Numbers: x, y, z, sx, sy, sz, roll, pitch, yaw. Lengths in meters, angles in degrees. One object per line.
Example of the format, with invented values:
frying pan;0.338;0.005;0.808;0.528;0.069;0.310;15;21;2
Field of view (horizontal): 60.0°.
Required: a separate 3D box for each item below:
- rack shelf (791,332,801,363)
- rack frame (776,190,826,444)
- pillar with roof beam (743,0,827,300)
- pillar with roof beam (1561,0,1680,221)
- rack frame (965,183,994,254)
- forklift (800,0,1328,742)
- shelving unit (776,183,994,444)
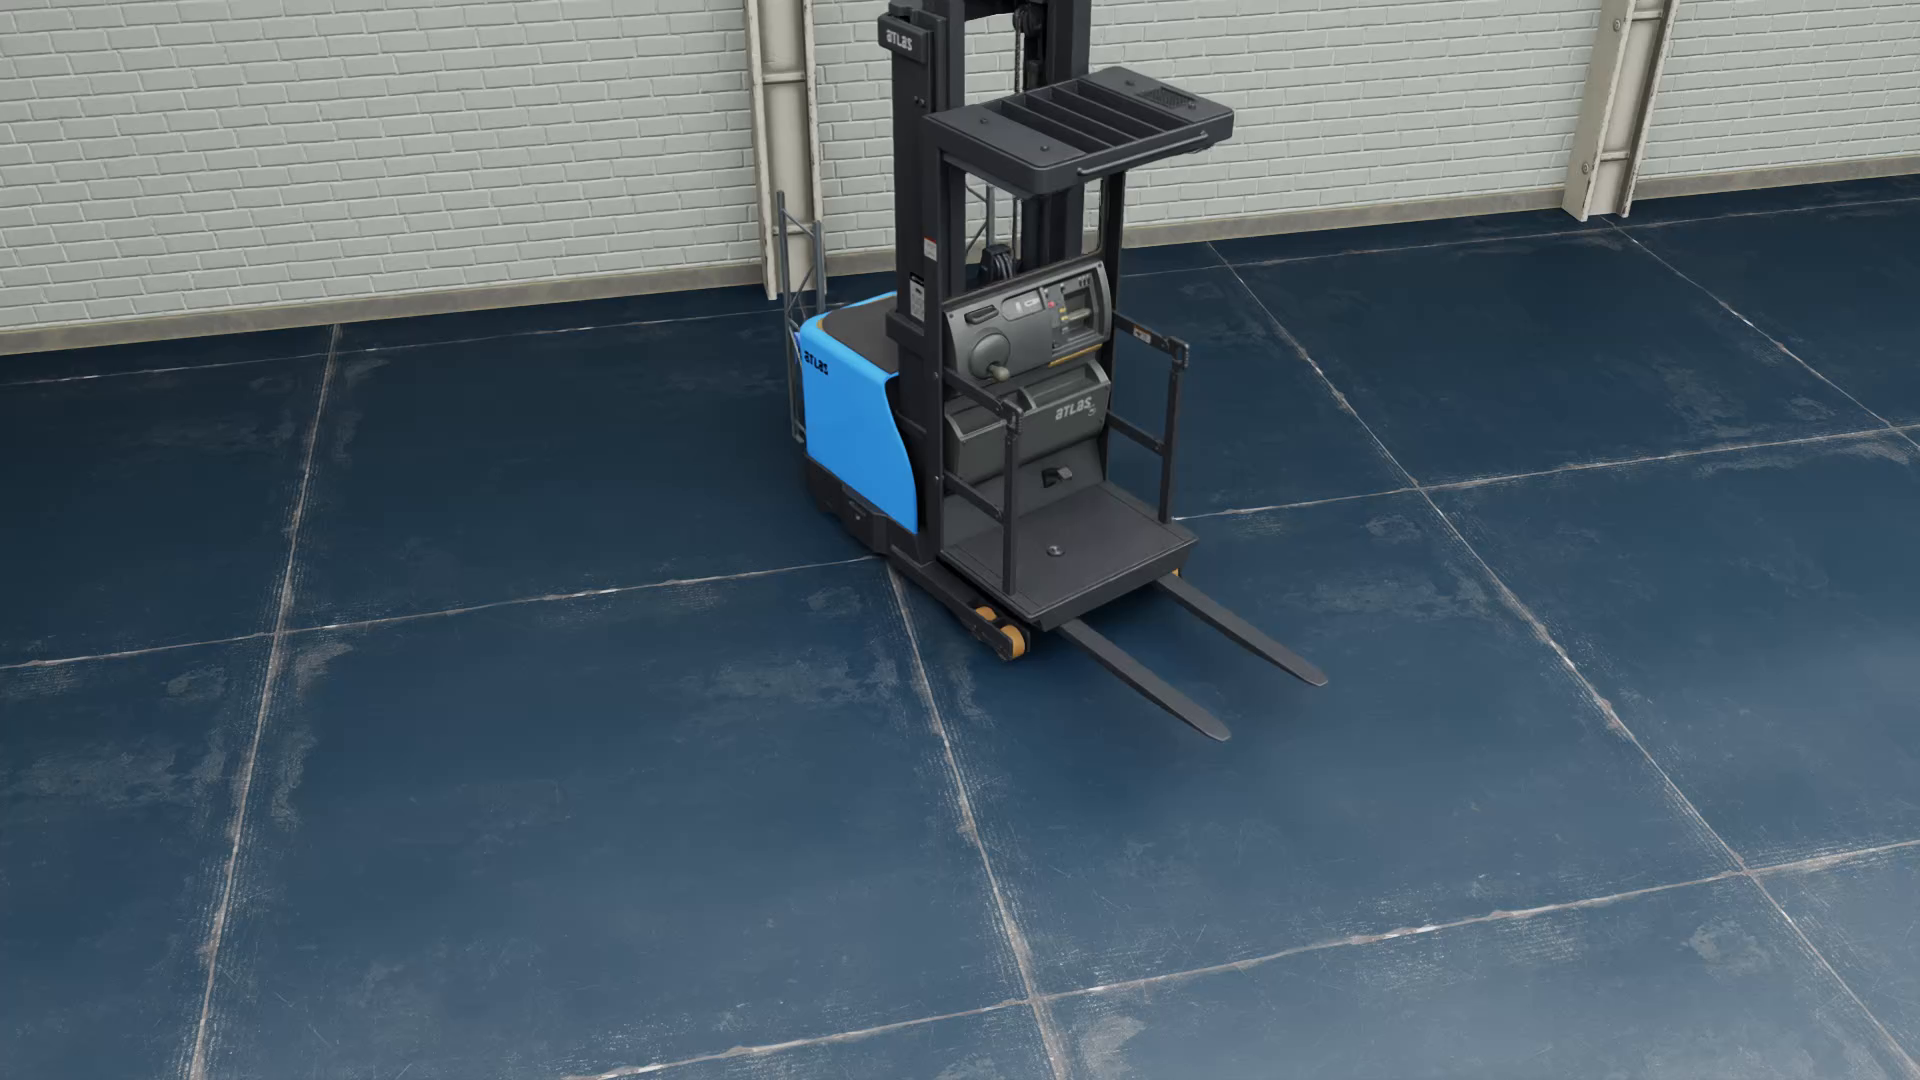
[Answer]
rack shelf;-0.397;-1.101;9.368;1.000;0.185;0.538;-17;38;-24
rack frame;-0.841;-1.113;9.062;0.032;1.500;0.500;-17;38;-24
pillar with roof beam;-0.174;-3.114;5.314;0.400;9.000;9.100;-7;35;-11
pillar with roof beam;5.678;-3.851;6.413;0.400;9.000;9.100;-7;35;-11
rack frame;0.048;-1.388;9.473;0.032;1.500;0.500;-17;38;-24
forklift;0.458;-0.958;7.547;1.130;2.935;3.031;-23;40;-30
shelving unit;-0.397;-1.251;9.268;1.048;1.500;0.538;-17;38;-24
